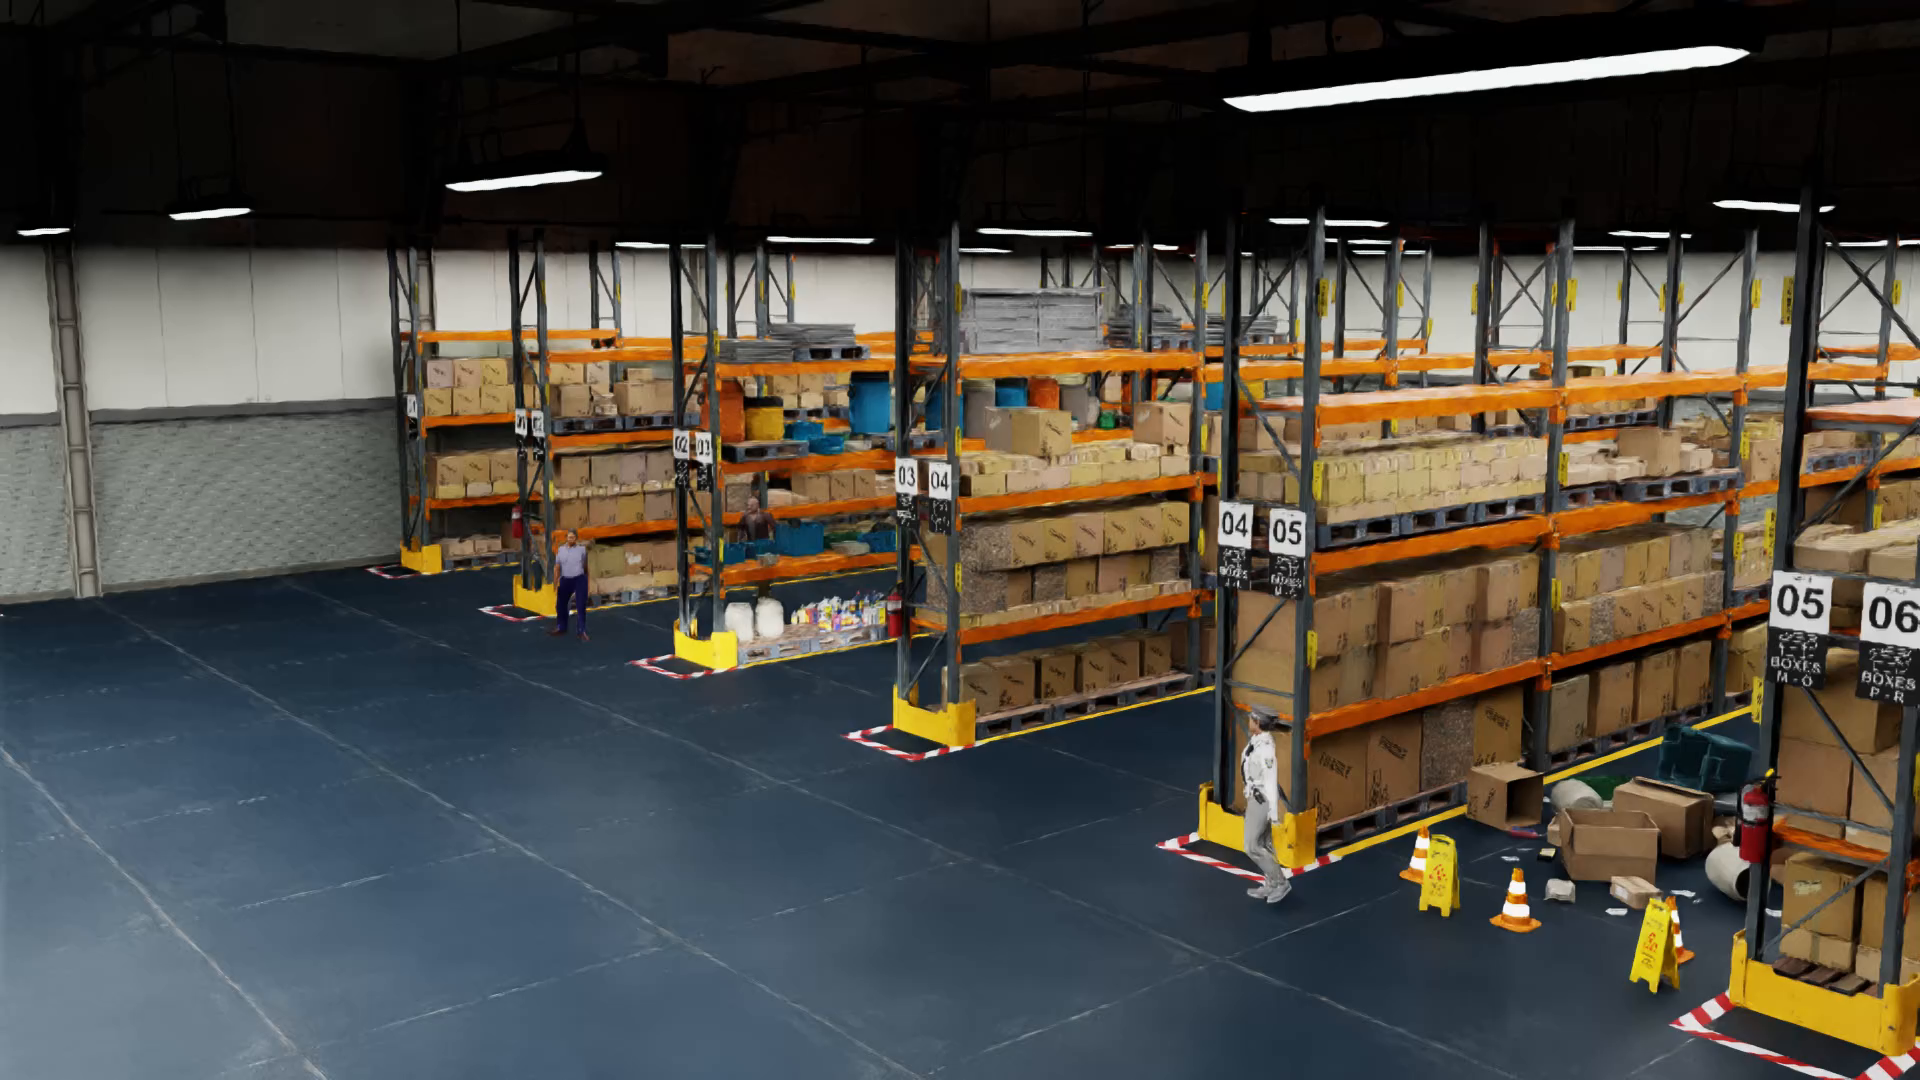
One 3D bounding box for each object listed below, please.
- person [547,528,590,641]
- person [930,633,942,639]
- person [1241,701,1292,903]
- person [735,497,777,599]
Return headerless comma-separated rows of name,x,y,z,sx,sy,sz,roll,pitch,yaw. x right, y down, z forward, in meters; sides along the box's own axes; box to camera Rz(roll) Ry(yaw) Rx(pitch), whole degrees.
person,-5.761,0.641,24.343,0.679,1.630,0.485,0,9,1
person,-0.086,0.631,23.803,1.084,1.478,0.439,-7,11,-37
person,2.582,2.209,13.985,0.451,1.667,0.607,1,9,8
person,-3.285,0.134,27.231,0.734,1.719,0.868,5,10,31
